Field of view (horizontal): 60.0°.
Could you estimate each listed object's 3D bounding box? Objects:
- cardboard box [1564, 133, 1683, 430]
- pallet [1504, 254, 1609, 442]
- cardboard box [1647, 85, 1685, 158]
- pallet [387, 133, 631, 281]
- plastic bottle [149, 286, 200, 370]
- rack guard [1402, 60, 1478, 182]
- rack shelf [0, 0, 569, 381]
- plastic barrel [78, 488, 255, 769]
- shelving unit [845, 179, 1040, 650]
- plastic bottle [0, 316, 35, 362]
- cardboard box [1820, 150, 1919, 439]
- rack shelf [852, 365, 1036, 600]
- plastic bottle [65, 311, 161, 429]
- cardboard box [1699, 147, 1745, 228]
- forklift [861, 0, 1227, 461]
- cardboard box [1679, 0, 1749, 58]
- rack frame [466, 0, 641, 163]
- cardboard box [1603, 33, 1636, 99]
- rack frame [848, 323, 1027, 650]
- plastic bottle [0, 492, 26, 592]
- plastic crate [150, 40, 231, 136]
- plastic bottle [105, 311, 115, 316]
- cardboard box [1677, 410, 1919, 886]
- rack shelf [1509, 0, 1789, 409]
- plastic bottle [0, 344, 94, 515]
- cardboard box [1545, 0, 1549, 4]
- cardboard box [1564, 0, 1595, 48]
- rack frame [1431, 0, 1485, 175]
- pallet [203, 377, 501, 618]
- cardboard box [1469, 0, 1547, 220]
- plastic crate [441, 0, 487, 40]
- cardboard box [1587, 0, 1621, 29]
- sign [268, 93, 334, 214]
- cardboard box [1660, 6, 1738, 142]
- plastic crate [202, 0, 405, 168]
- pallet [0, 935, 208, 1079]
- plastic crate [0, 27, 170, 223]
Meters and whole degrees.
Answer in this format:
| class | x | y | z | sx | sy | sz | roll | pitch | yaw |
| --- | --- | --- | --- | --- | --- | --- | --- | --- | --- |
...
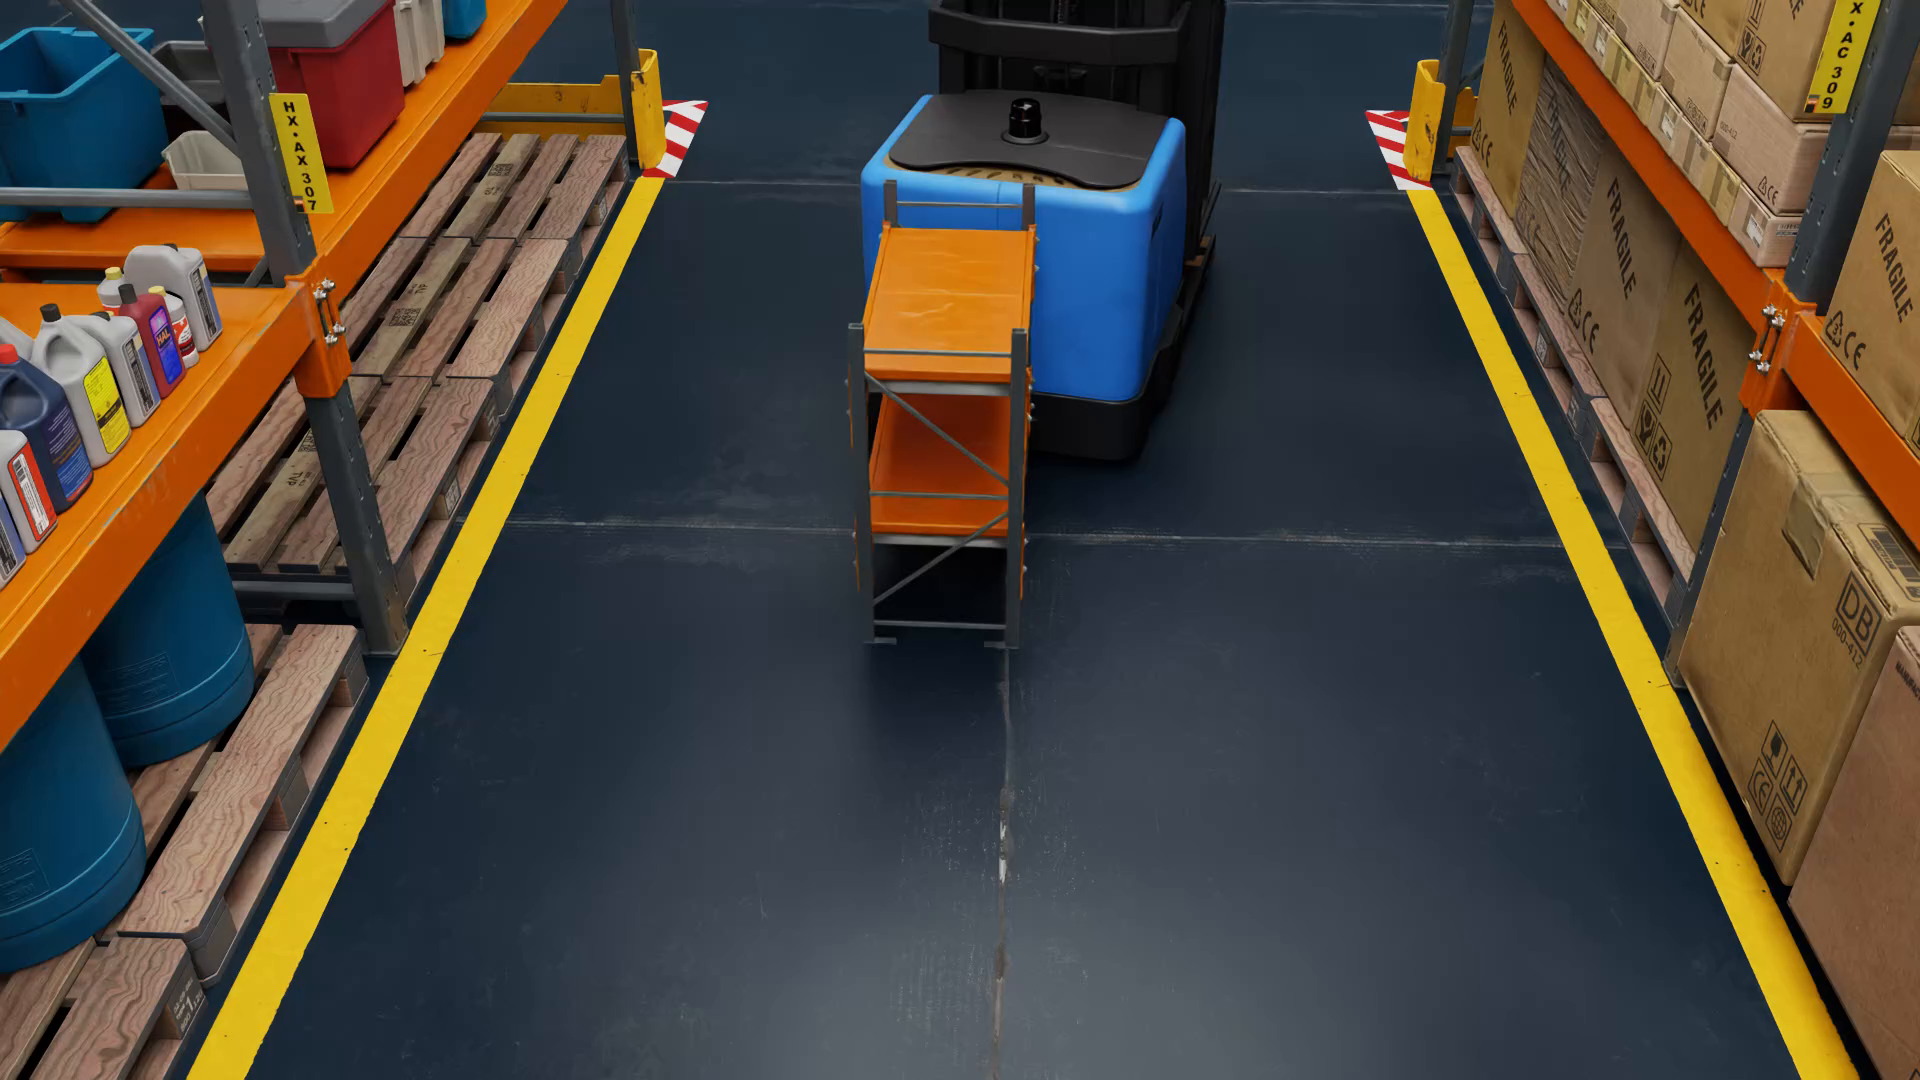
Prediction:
| class | x | y | z | sx | sy | sz | roll | pitch | yaw |
| --- | --- | --- | --- | --- | --- | --- | --- | --- | --- |
| cardboard box | 2.829 | -0.986 | 6.027 | 0.875 | 0.875 | 0.875 | 1 | 35 | 2 |
| pallet | 2.842 | -0.786 | 6.685 | 1.003 | 0.211 | 1.213 | 1 | 35 | 2 |
| cardboard box | 2.402 | -1.312 | 5.227 | 0.380 | 0.149 | 0.250 | 2 | 35 | 3 |
| pallet | -2.174 | -1.588 | 7.825 | 1.003 | 0.211 | 1.213 | 1 | 35 | 2 |
| plastic bottle | -1.933 | -0.521 | 4.055 | 0.097 | 0.201 | 0.097 | 0 | 35 | 0 |
| rack guard | 2.848 | -2.078 | 8.272 | 1.175 | 0.500 | 0.348 | 1 | 35 | 2 |
| rack shelf | -2.182 | -1.758 | 6.268 | 1.077 | 0.370 | 4.000 | 1 | 35 | 2 |
| plastic barrel | -2.301 | 0.096 | 4.465 | 0.600 | 0.901 | 0.708 | 1 | 35 | 2 |
| shelving unit | -0.032 | -0.422 | 5.371 | 0.538 | 1.125 | 1.048 | 2 | 35 | 3 |
| plastic bottle | -2.116 | -0.351 | 3.683 | 0.144 | 0.351 | 0.185 | 1 | 35 | 2 |
| cardboard box | 2.418 | -0.571 | 3.867 | 0.500 | 0.500 | 0.500 | 1 | 35 | 2 |
| rack shelf | -0.032 | -0.221 | 5.512 | 0.538 | 0.278 | 1.000 | 2 | 35 | 3 |
| plastic bottle | -1.970 | -0.409 | 3.831 | 0.152 | 0.276 | 0.135 | 1 | 35 | 2 |
| cardboard box | 2.382 | -1.017 | 4.807 | 0.380 | 0.149 | 0.250 | 2 | 35 | 3 |
| forklift | 0.519 | -2.333 | 6.520 | 1.130 | 2.935 | 3.031 | 9 | 36 | 12 |
| cardboard box | 2.462 | -1.714 | 4.800 | 0.500 | 0.500 | 0.500 | 2 | 35 | 2 |
| rack frame | -2.102 | -3.201 | 7.697 | 1.000 | 3.000 | 0.127 | 1 | 35 | 2 |
| cardboard box | 2.423 | -1.607 | 5.647 | 0.380 | 0.149 | 0.250 | 1 | 35 | 1 |
| rack frame | -0.063 | -0.130 | 4.956 | 0.500 | 1.125 | 0.032 | 2 | 35 | 3 |
| plastic bottle | -1.996 | -0.042 | 3.309 | 0.152 | 0.276 | 0.135 | 1 | 35 | 2 |
| plastic crate | -2.486 | -1.465 | 5.412 | 0.437 | 0.125 | 0.590 | 1 | 35 | 2 |
| plastic bottle | -1.999 | -0.446 | 3.948 | 0.097 | 0.201 | 0.097 | 0 | 35 | 0 |
| cardboard box | 2.681 | 0.277 | 4.230 | 1.225 | 0.875 | 0.875 | 1 | 35 | 2 |
| rack shelf | 2.767 | -1.644 | 6.106 | 1.077 | 0.370 | 4.000 | 1 | 35 | 2 |
| plastic bottle | -1.980 | -0.241 | 3.527 | 0.144 | 0.351 | 0.185 | 1 | 35 | 2 |
| cardboard box | 2.464 | -2.198 | 6.487 | 0.380 | 0.149 | 0.250 | 1 | 35 | 1 |
| cardboard box | 2.443 | -1.904 | 6.069 | 0.380 | 0.149 | 0.250 | 0 | 35 | 1 |
| rack frame | 2.847 | -3.087 | 7.534 | 1.000 | 3.000 | 0.127 | 1 | 35 | 2 |
| pallet | -2.272 | -0.186 | 5.831 | 1.003 | 0.211 | 1.213 | 1 | 35 | 2 |
| cardboard box | 2.901 | -2.020 | 7.498 | 0.875 | 0.875 | 0.875 | 1 | 35 | 2 |
| plastic crate | -1.928 | -1.972 | 6.040 | 0.416 | 0.233 | 0.300 | 1 | 35 | 2 |
| cardboard box | 2.504 | -1.991 | 5.845 | 0.500 | 0.250 | 0.500 | 1 | 35 | 1 |
| sign | -1.713 | -1.003 | 4.327 | 0.100 | 0.325 | 0.005 | 1 | 35 | 2 |
| cardboard box | 2.460 | -1.406 | 5.014 | 0.500 | 0.250 | 0.500 | 2 | 35 | 3 |
| plastic crate | -1.976 | -1.461 | 5.113 | 0.402 | 0.464 | 0.583 | 1 | 35 | 2 |
| pallet | -2.381 | 1.383 | 3.599 | 1.003 | 0.211 | 1.213 | 1 | 35 | 2 |
| plastic crate | -2.584 | -1.197 | 4.807 | 0.392 | 0.384 | 0.575 | 1 | 35 | 2 |
